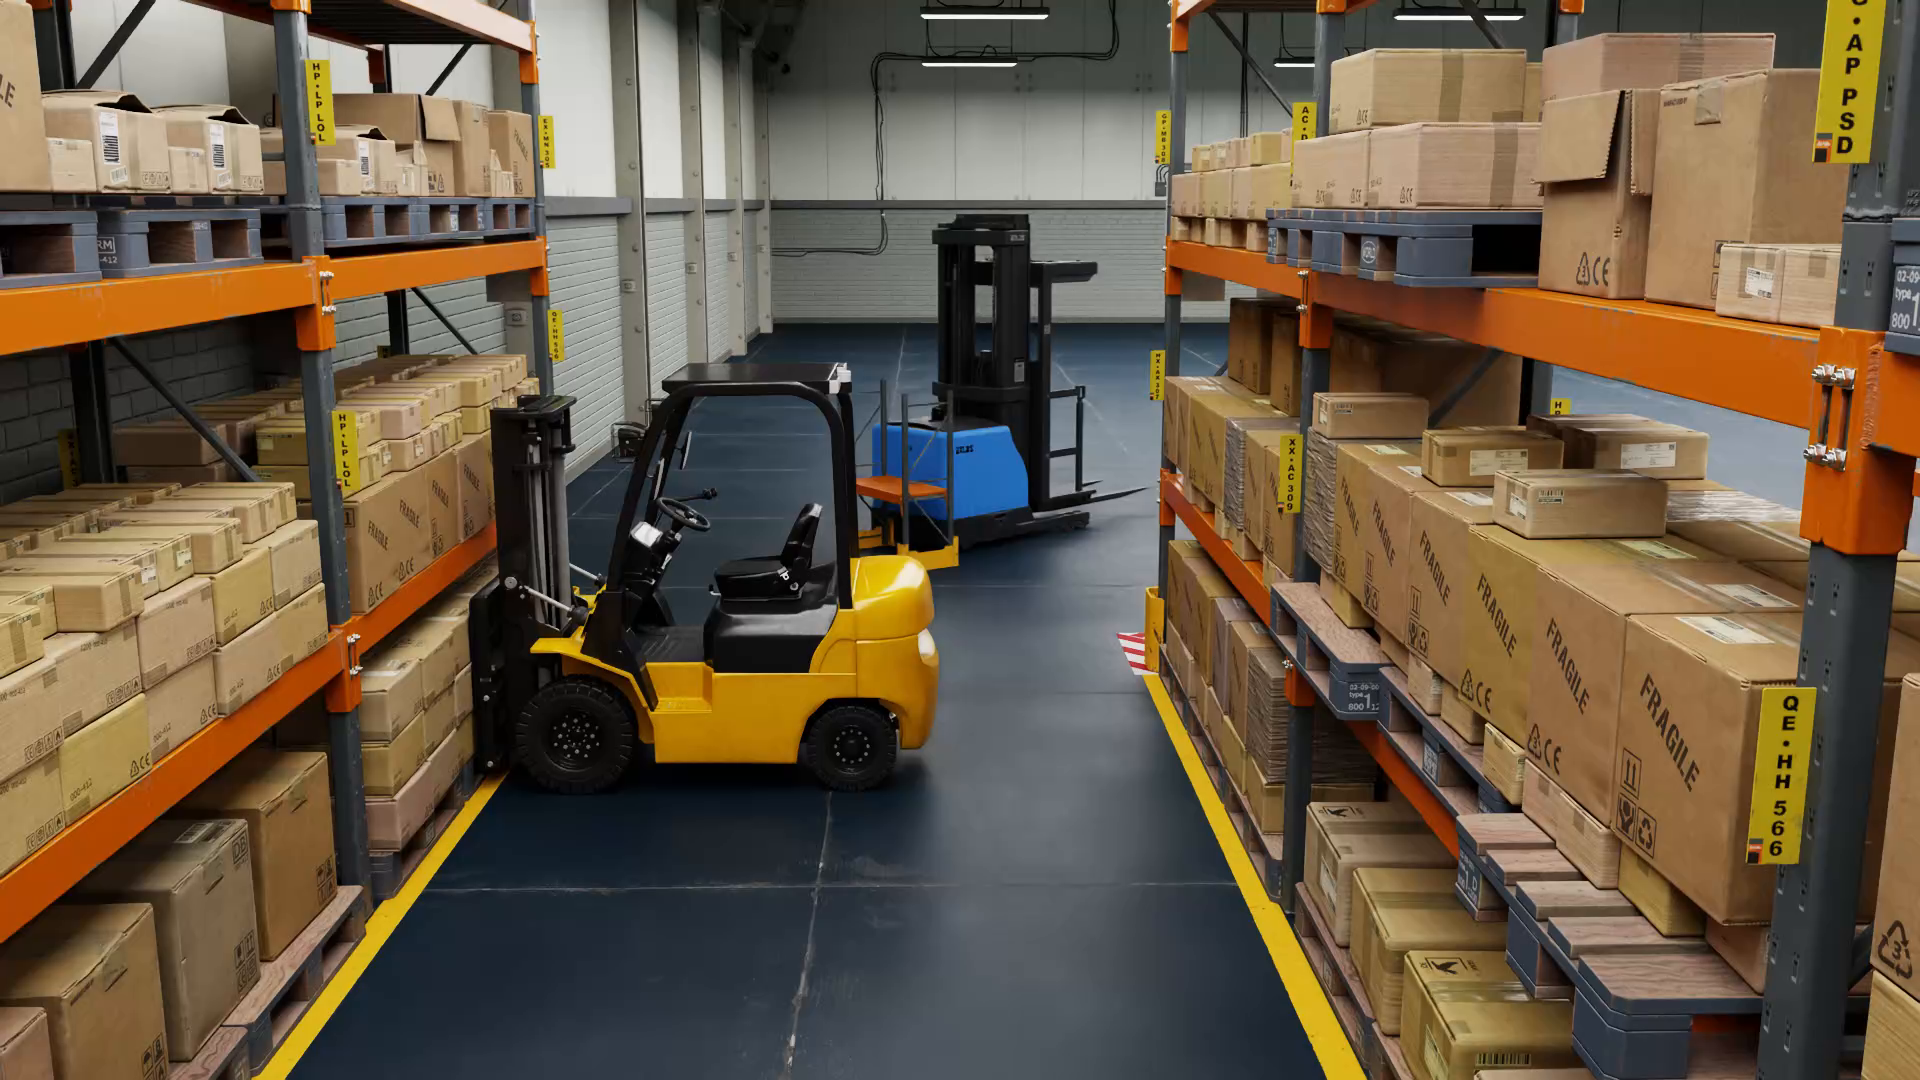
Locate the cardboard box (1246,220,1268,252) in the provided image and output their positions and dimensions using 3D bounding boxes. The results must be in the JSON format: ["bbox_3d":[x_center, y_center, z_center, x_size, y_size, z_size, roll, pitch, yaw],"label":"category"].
[{"bbox_3d":[1.593,-1.466,8.018,0.380,0.149,0.250,0,11,0],"label":"cardboard box"}]

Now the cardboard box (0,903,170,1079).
[{"bbox_3d":[-3.003,1.534,5.062,0.875,0.625,0.625,-1,11,-4],"label":"cardboard box"}]

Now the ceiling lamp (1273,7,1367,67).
[{"bbox_3d":[7.576,-11.531,34.772,2.000,3.185,0.800,0,11,-1],"label":"ceiling lamp"}]

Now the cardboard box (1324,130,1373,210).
[{"bbox_3d":[1.534,-1.236,5.577,0.500,0.250,0.500,0,11,-2],"label":"cardboard box"}]

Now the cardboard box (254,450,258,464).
[{"bbox_3d":[-3.352,-0.364,7.615,0.380,0.149,0.250,0,11,0],"label":"cardboard box"}]

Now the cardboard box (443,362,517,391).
[{"bbox_3d":[-2.847,-0.968,9.847,0.380,0.149,0.250,0,11,0],"label":"cardboard box"}]

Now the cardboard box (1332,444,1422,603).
[{"bbox_3d":[1.645,-0.059,5.943,0.500,0.500,0.500,0,11,-1],"label":"cardboard box"}]

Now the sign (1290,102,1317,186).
[{"bbox_3d":[1.369,-1.572,6.612,0.100,0.325,0.005,0,11,-1],"label":"sign"}]

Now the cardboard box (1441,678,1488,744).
[{"bbox_3d":[1.641,0.488,4.877,0.380,0.149,0.250,-1,11,-3],"label":"cardboard box"}]

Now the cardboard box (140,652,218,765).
[{"bbox_3d":[-2.784,0.540,5.422,0.500,0.250,0.500,0,11,-1],"label":"cardboard box"}]

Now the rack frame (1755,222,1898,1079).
[{"bbox_3d":[1.994,0.942,3.060,1.000,3.000,0.127,0,11,-1],"label":"rack frame"}]

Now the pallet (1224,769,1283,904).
[{"bbox_3d":[1.862,1.381,7.914,1.003,0.211,1.213,0,11,-1],"label":"pallet"}]

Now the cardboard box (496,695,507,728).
[{"bbox_3d":[-2.773,0.909,9.086,0.500,0.250,0.500,0,11,1],"label":"cardboard box"}]

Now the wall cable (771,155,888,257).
[{"bbox_3d":[-3.380,-8.457,42.115,3.097,2.526,0.112,0,11,-1],"label":"wall cable"}]

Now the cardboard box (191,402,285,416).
[{"bbox_3d":[-3.410,-0.559,7.828,0.380,0.149,0.250,0,11,-2],"label":"cardboard box"}]

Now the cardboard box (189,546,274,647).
[{"bbox_3d":[-2.768,0.196,5.861,0.500,0.250,0.500,-1,11,-3],"label":"cardboard box"}]

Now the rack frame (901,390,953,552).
[{"bbox_3d":[-0.268,-0.490,13.893,0.500,1.500,0.032,-8,14,-35],"label":"rack frame"}]

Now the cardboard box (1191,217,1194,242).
[{"bbox_3d":[1.606,-1.876,10.039,0.380,0.149,0.250,-1,11,-3],"label":"cardboard box"}]

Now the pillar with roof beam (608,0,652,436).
[{"bbox_3d":[0.035,-5.828,21.343,9.100,9.000,0.400,0,11,-1],"label":"pillar with roof beam"}]

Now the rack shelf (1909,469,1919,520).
[{"bbox_3d":[6.817,0.062,9.210,1.077,0.370,4.000,0,11,-1],"label":"rack shelf"}]

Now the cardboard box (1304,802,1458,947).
[{"bbox_3d":[1.924,1.334,6.685,0.950,0.372,0.625,0,11,0],"label":"cardboard box"}]

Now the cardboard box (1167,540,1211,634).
[{"bbox_3d":[1.570,0.293,10.237,0.500,0.500,0.500,-1,11,-3],"label":"cardboard box"}]

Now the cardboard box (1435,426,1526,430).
[{"bbox_3d":[2.150,-0.162,6.451,0.500,0.500,0.500,0,11,-2],"label":"cardboard box"}]

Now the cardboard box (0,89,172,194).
[{"bbox_3d":[-2.777,-1.217,5.078,0.500,0.311,0.500,-1,11,-3],"label":"cardboard box"}]

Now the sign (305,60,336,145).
[{"bbox_3d":[-2.509,-1.713,6.515,0.100,0.325,0.005,0,11,-1],"label":"sign"}]

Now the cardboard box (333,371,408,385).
[{"bbox_3d":[-3.329,-0.866,9.342,0.380,0.149,0.250,0,11,1],"label":"cardboard box"}]

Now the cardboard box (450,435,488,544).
[{"bbox_3d":[-2.828,-0.274,8.805,0.500,0.500,0.500,0,11,-1],"label":"cardboard box"}]

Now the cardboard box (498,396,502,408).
[{"bbox_3d":[-2.874,-0.774,9.638,0.380,0.149,0.250,0,11,-2],"label":"cardboard box"}]

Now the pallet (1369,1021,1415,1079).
[{"bbox_3d":[1.957,1.912,5.296,1.003,0.211,1.213,0,11,-1],"label":"pallet"}]

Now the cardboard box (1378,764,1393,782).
[{"bbox_3d":[2.169,0.803,7.720,0.500,0.500,0.500,0,11,2],"label":"cardboard box"}]

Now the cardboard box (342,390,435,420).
[{"bbox_3d":[-2.867,-0.665,8.351,0.380,0.149,0.250,0,11,-1],"label":"cardboard box"}]

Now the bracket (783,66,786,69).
[{"bbox_3d":[-4.331,-11.590,40.692,0.076,0.066,3.189,0,11,-1],"label":"bracket"}]

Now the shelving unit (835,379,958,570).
[{"bbox_3d":[-0.559,-0.571,14.291,0.587,1.500,1.083,-8,14,-35],"label":"shelving unit"}]

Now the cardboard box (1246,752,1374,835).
[{"bbox_3d":[1.630,1.173,7.785,0.500,0.250,0.500,0,11,1],"label":"cardboard box"}]

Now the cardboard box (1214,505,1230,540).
[{"bbox_3d":[1.559,-0.096,8.812,0.380,0.149,0.250,0,11,-1],"label":"cardboard box"}]

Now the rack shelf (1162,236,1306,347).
[{"bbox_3d":[1.870,-1.368,8.713,1.077,0.370,4.000,0,11,-1],"label":"rack shelf"}]

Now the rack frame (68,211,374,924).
[{"bbox_3d":[-3.051,0.168,6.876,1.000,3.000,0.127,0,11,-1],"label":"rack frame"}]

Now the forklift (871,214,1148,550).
[{"bbox_3d":[0.586,-1.579,15.661,1.130,2.935,3.031,11,16,44],"label":"forklift"}]

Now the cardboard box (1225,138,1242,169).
[{"bbox_3d":[1.559,-1.960,8.451,0.380,0.149,0.250,0,11,0],"label":"cardboard box"}]

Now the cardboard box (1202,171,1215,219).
[{"bbox_3d":[1.609,-1.886,9.089,0.500,0.250,0.500,0,11,1],"label":"cardboard box"}]

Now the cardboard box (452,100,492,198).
[{"bbox_3d":[-2.960,-2.110,9.001,0.700,0.500,0.500,0,11,-1],"label":"cardboard box"}]

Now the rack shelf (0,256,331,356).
[{"bbox_3d":[-3.010,-0.552,4.689,1.077,0.370,4.000,0,11,-1],"label":"rack shelf"}]

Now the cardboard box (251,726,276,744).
[{"bbox_3d":[-3.255,0.723,7.486,0.500,0.250,0.500,0,11,0],"label":"cardboard box"}]

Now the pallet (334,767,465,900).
[{"bbox_3d":[-3.026,1.377,7.933,1.003,0.211,1.213,0,11,-1],"label":"pallet"}]

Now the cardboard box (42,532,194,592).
[{"bbox_3d":[-2.766,0.073,5.465,0.380,0.149,0.250,-1,11,-3],"label":"cardboard box"}]

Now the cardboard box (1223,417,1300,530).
[{"bbox_3d":[1.621,-0.340,8.383,0.500,0.500,0.500,0,11,0],"label":"cardboard box"}]

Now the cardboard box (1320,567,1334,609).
[{"bbox_3d":[1.607,0.176,6.415,0.380,0.149,0.250,0,11,0],"label":"cardboard box"}]

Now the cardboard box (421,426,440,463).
[{"bbox_3d":[-2.770,-0.468,8.128,0.380,0.149,0.250,0,11,-2],"label":"cardboard box"}]

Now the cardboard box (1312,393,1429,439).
[{"bbox_3d":[1.567,-0.476,6.366,0.380,0.149,0.250,0,11,-1],"label":"cardboard box"}]

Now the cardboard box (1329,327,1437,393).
[{"bbox_3d":[2.130,-0.728,7.777,0.700,0.500,0.500,0,11,-1],"label":"cardboard box"}]

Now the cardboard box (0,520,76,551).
[{"bbox_3d":[-3.275,0.026,5.694,0.380,0.149,0.250,0,11,-2],"label":"cardboard box"}]

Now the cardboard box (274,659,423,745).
[{"bbox_3d":[-2.748,0.723,7.488,0.500,0.250,0.500,0,11,-2],"label":"cardboard box"}]
